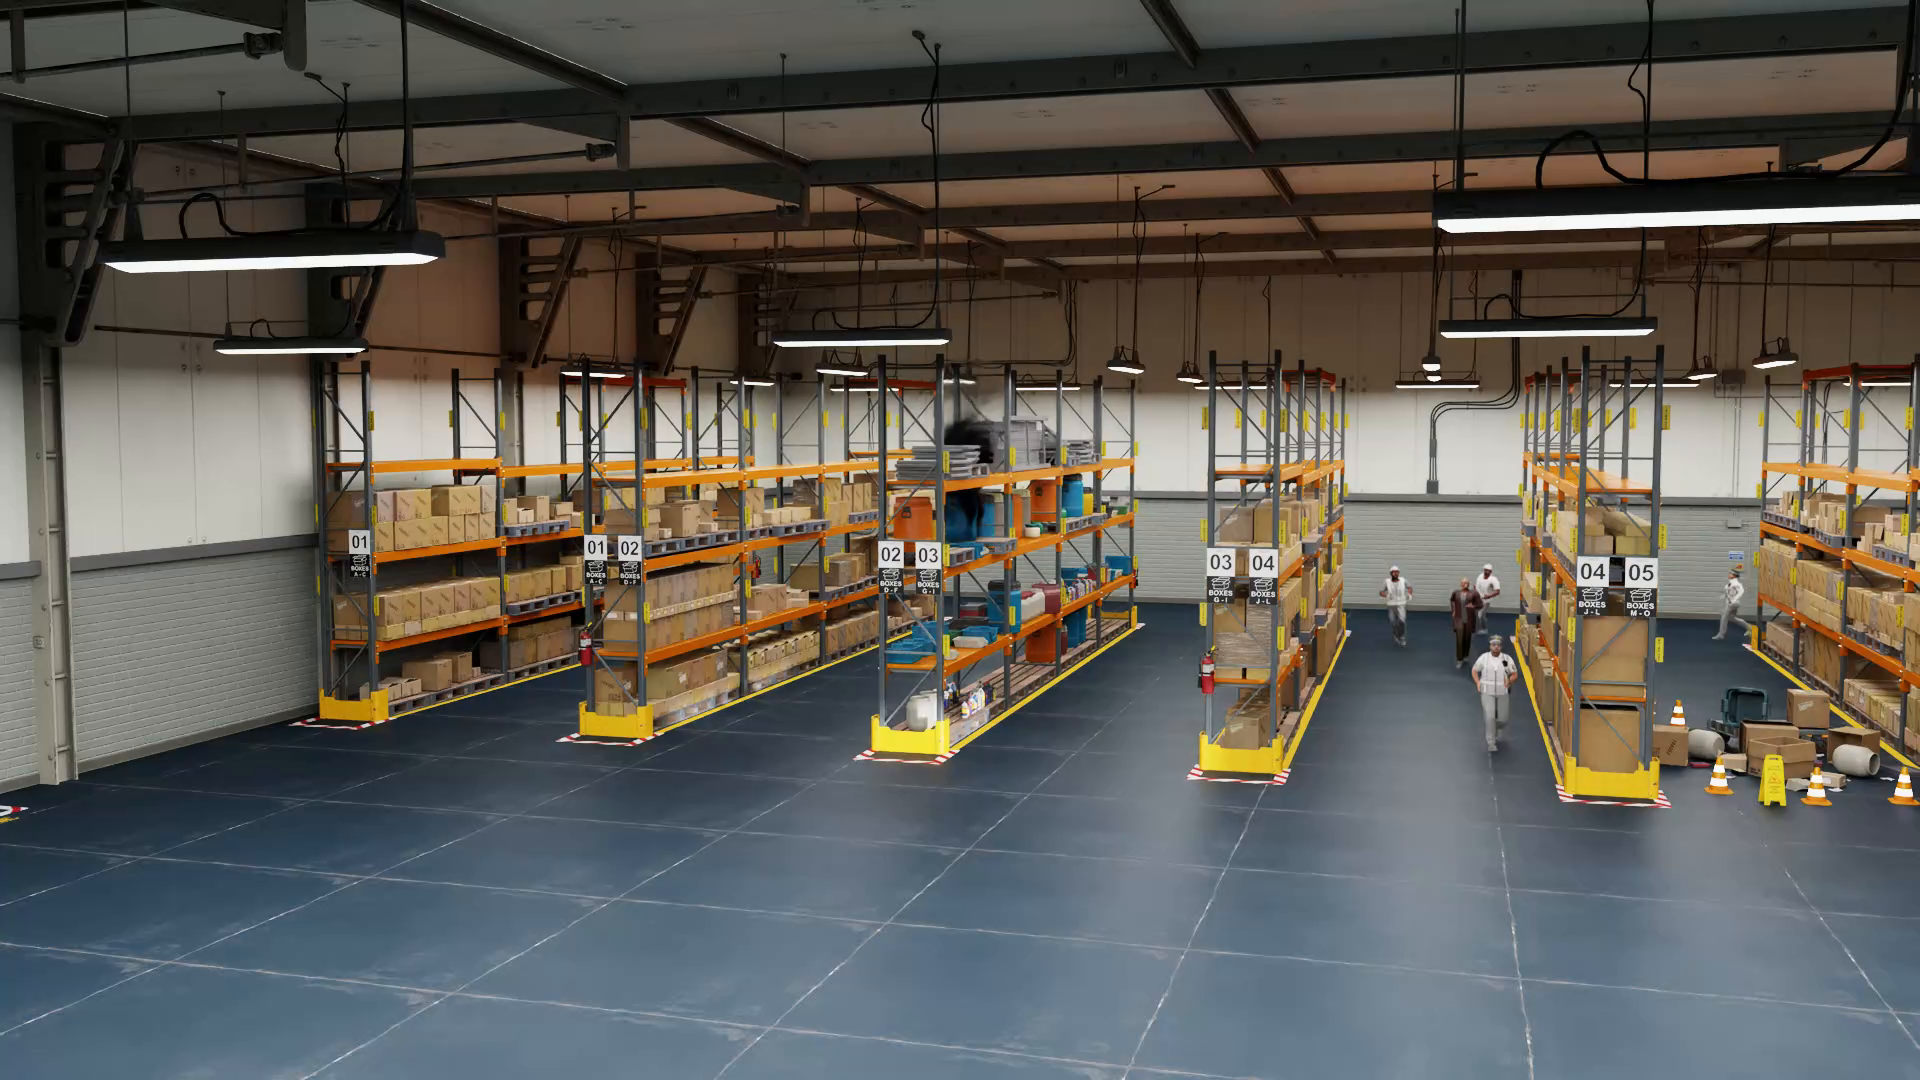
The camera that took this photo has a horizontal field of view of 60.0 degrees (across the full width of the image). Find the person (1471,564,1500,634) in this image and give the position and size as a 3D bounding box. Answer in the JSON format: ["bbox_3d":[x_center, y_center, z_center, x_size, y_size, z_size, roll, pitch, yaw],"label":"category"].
[{"bbox_3d":[12.203,1.408,38.789,0.594,1.748,0.904,-2,5,-31],"label":"person"}]

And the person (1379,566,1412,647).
[{"bbox_3d":[9.702,1.482,37.061,0.714,1.807,0.616,1,4,13],"label":"person"}]

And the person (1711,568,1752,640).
[{"bbox_3d":[17.601,1.466,37.814,0.912,1.690,0.656,2,4,22],"label":"person"}]

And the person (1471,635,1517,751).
[{"bbox_3d":[8.166,2.314,25.415,0.672,1.741,0.780,1,4,13],"label":"person"}]

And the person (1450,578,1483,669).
[{"bbox_3d":[10.352,1.688,34.012,0.674,1.835,0.925,2,4,21],"label":"person"}]
